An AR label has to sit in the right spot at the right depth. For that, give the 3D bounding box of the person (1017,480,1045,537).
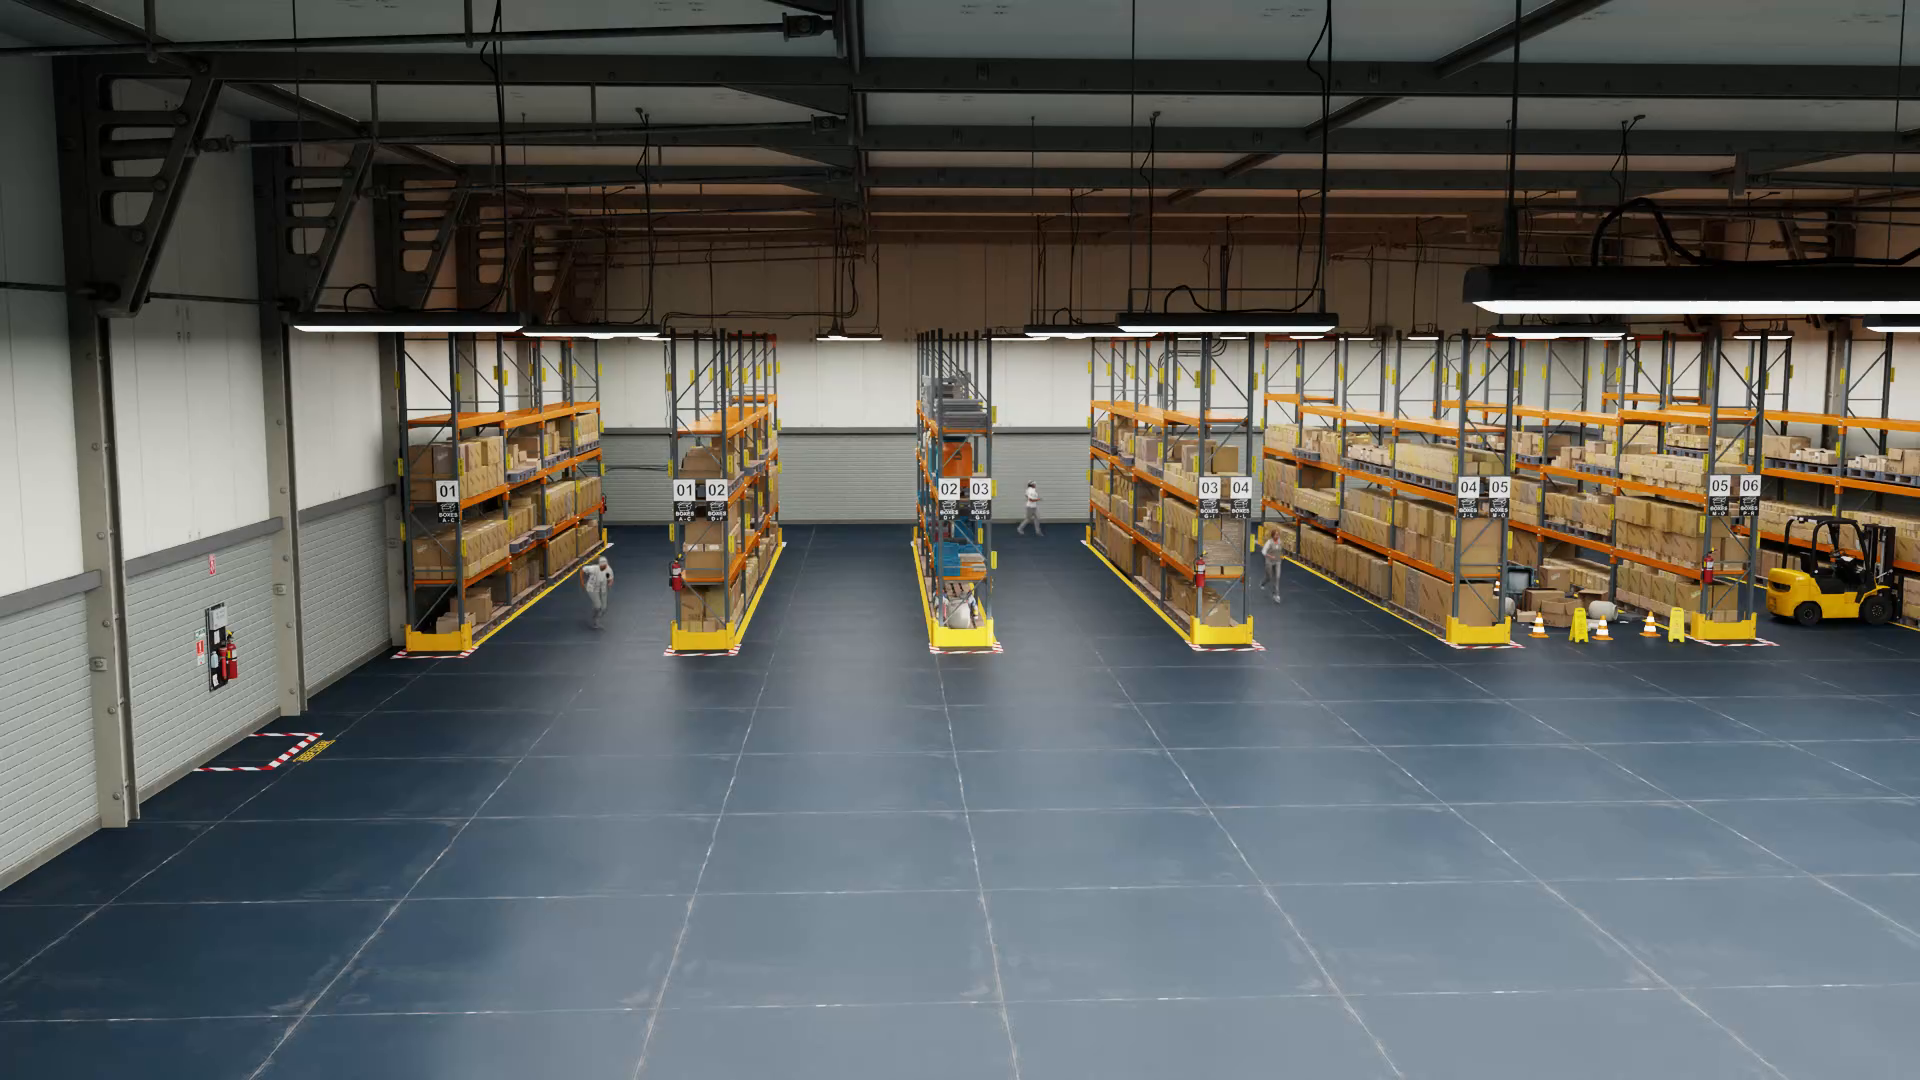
[{"bbox_3d":[2.103,-0.941,49.422,0.837,1.747,0.568,2,7,13],"label":"person"}]

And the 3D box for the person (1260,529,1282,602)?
[{"bbox_3d":[7.000,0.543,37.306,0.565,1.593,0.922,-2,7,-19],"label":"person"}]

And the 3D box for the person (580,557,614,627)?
[{"bbox_3d":[-7.284,1.055,33.360,0.636,1.496,0.854,-4,8,-33],"label":"person"}]
